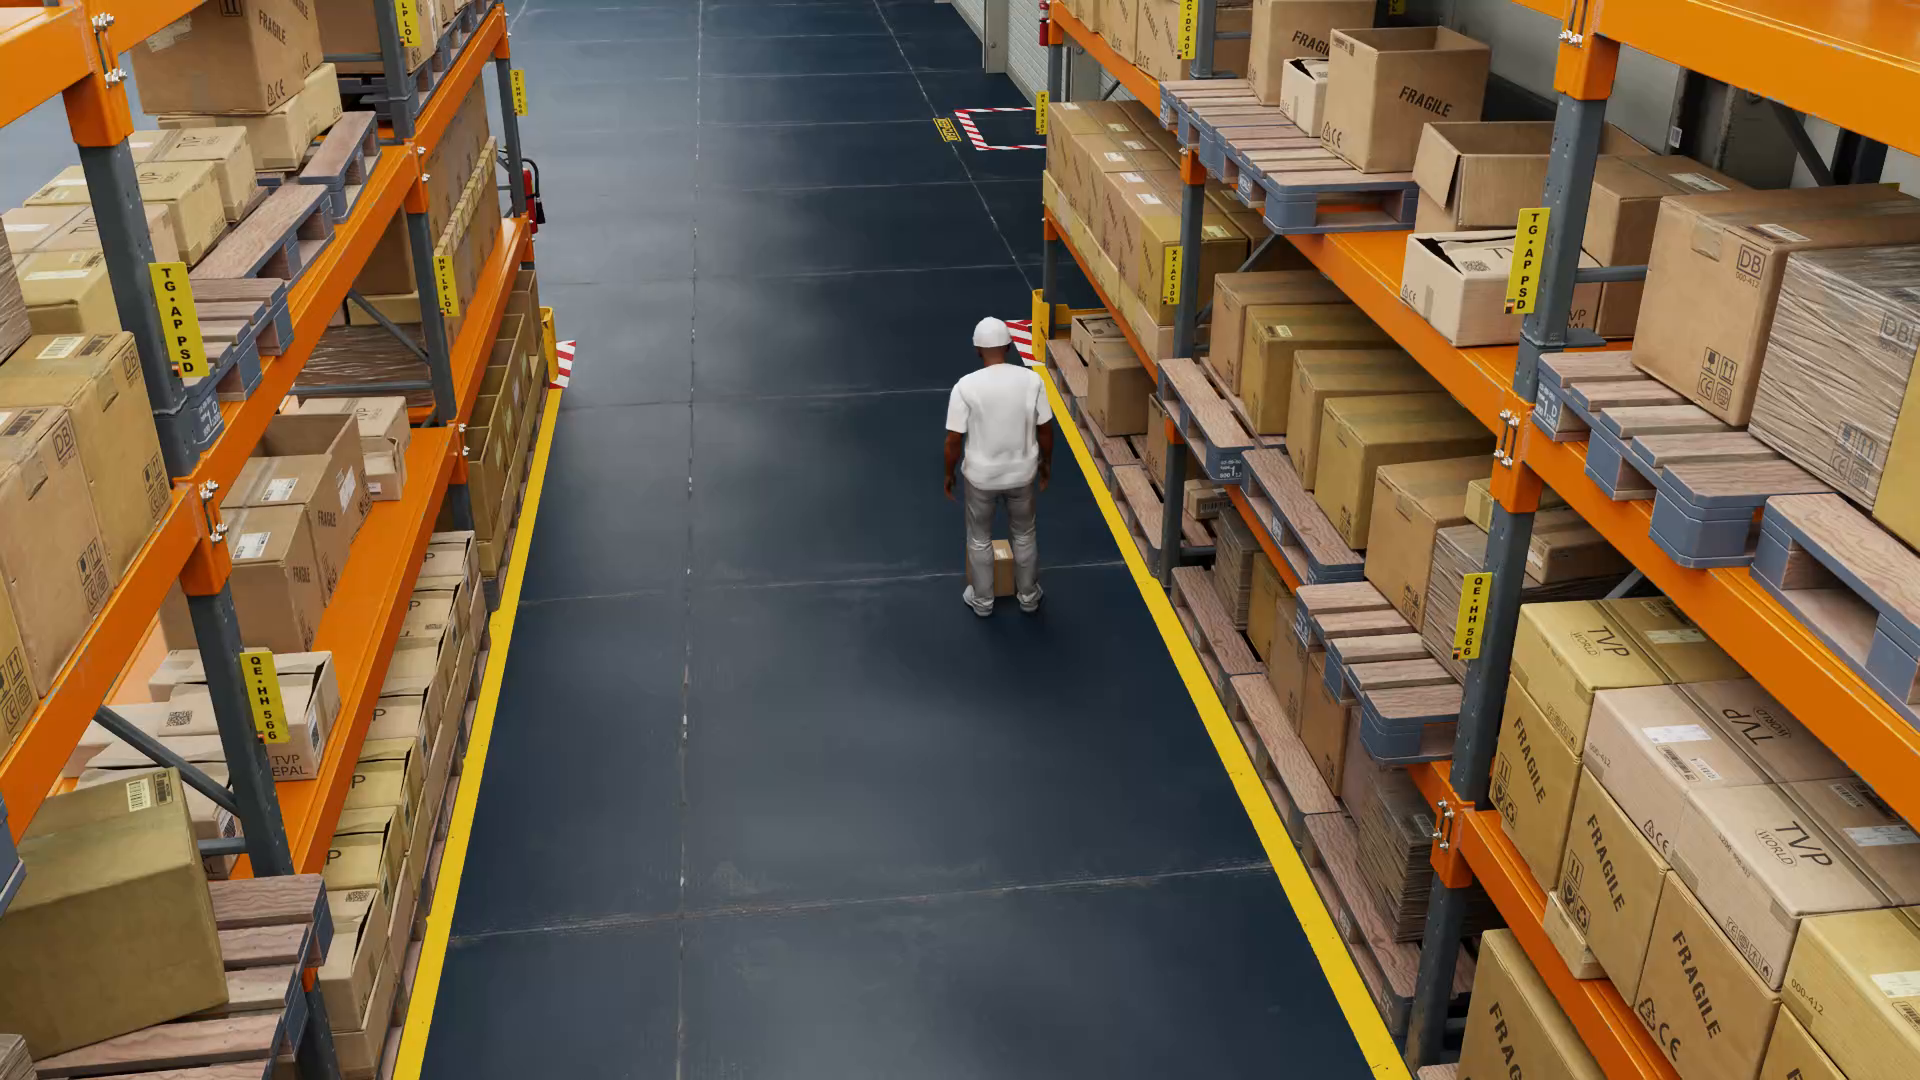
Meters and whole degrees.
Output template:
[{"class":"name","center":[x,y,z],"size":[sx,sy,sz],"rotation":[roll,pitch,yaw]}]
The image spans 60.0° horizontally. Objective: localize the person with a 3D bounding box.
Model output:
[{"class":"person","center":[0.213,-0.398,9.380],"size":[0.634,1.760,0.460],"rotation":[-5,27,-10]}]
